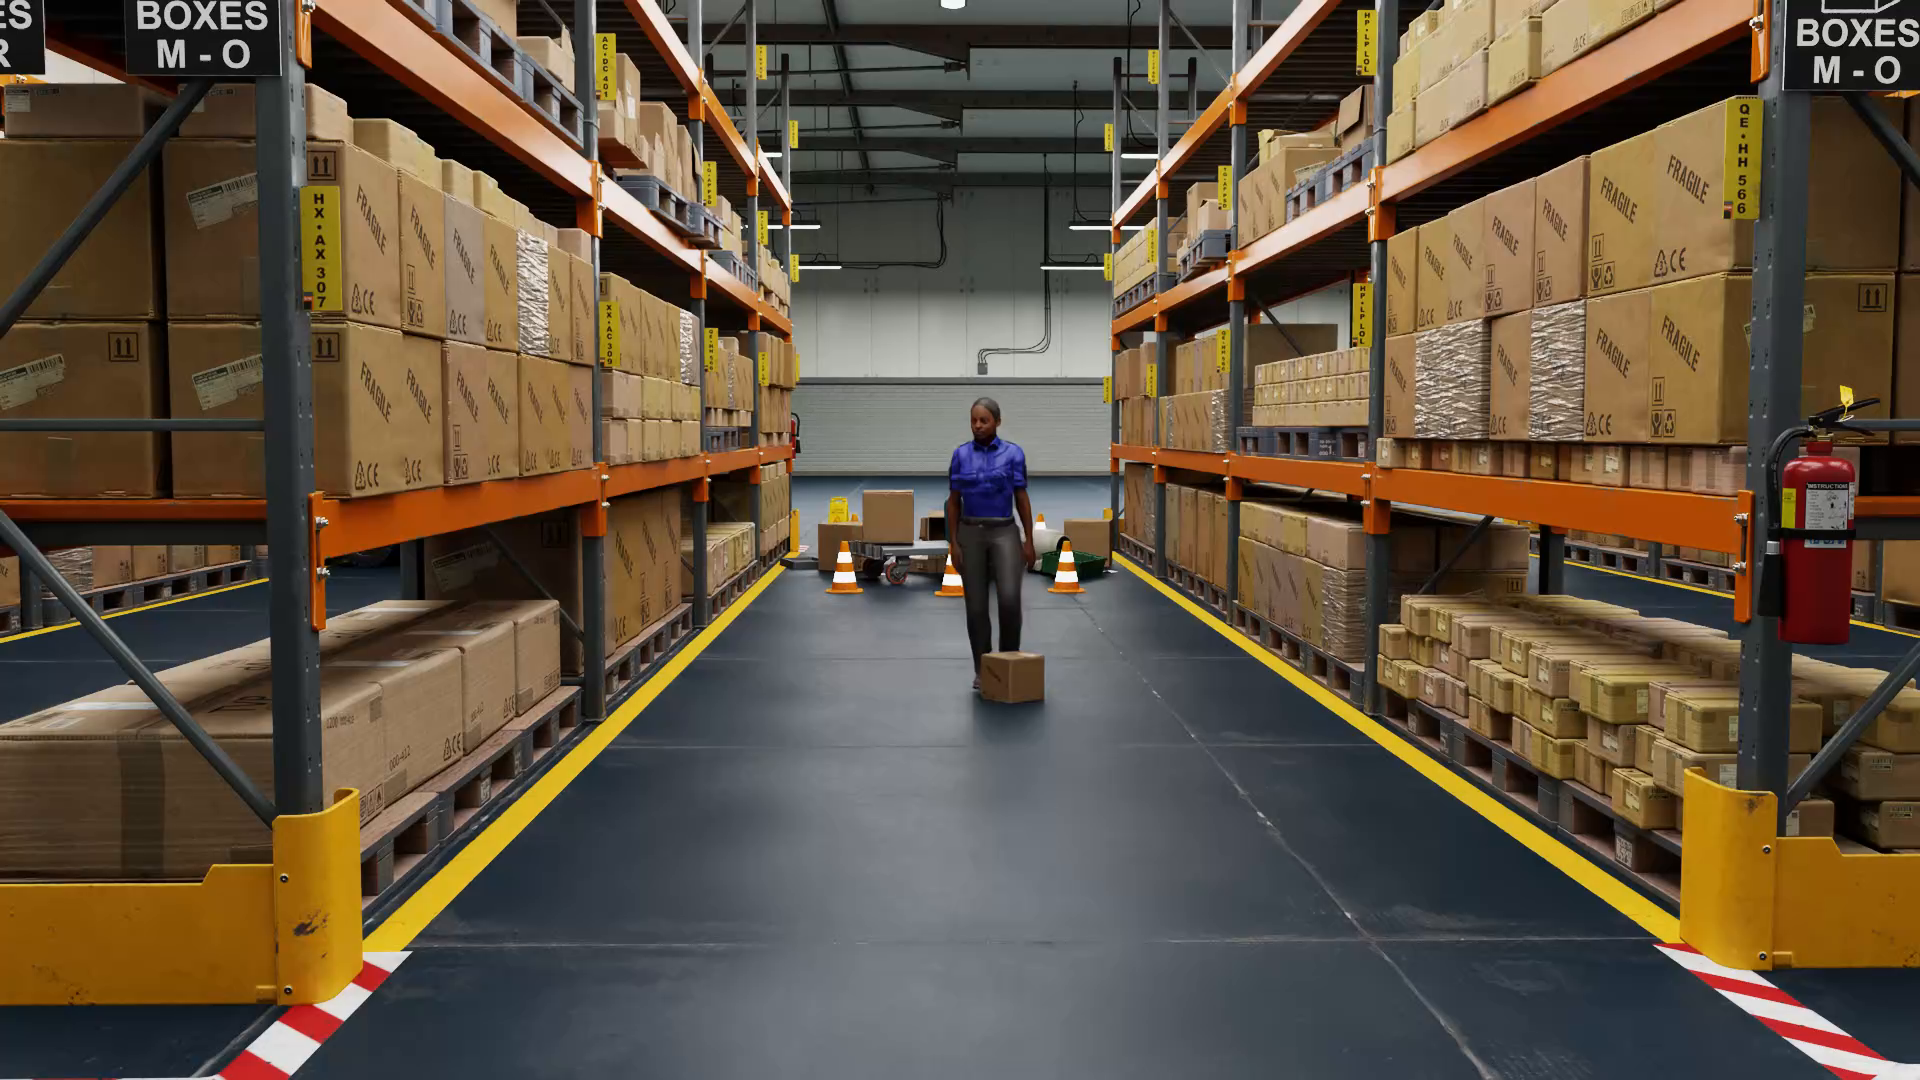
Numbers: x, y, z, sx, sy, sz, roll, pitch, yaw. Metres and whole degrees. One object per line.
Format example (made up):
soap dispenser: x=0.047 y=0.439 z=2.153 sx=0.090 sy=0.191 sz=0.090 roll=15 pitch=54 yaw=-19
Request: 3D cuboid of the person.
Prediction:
person: x=0.167 y=0.039 z=9.342 sx=0.492 sy=1.686 sz=0.436 roll=1 pitch=4 yaw=11
